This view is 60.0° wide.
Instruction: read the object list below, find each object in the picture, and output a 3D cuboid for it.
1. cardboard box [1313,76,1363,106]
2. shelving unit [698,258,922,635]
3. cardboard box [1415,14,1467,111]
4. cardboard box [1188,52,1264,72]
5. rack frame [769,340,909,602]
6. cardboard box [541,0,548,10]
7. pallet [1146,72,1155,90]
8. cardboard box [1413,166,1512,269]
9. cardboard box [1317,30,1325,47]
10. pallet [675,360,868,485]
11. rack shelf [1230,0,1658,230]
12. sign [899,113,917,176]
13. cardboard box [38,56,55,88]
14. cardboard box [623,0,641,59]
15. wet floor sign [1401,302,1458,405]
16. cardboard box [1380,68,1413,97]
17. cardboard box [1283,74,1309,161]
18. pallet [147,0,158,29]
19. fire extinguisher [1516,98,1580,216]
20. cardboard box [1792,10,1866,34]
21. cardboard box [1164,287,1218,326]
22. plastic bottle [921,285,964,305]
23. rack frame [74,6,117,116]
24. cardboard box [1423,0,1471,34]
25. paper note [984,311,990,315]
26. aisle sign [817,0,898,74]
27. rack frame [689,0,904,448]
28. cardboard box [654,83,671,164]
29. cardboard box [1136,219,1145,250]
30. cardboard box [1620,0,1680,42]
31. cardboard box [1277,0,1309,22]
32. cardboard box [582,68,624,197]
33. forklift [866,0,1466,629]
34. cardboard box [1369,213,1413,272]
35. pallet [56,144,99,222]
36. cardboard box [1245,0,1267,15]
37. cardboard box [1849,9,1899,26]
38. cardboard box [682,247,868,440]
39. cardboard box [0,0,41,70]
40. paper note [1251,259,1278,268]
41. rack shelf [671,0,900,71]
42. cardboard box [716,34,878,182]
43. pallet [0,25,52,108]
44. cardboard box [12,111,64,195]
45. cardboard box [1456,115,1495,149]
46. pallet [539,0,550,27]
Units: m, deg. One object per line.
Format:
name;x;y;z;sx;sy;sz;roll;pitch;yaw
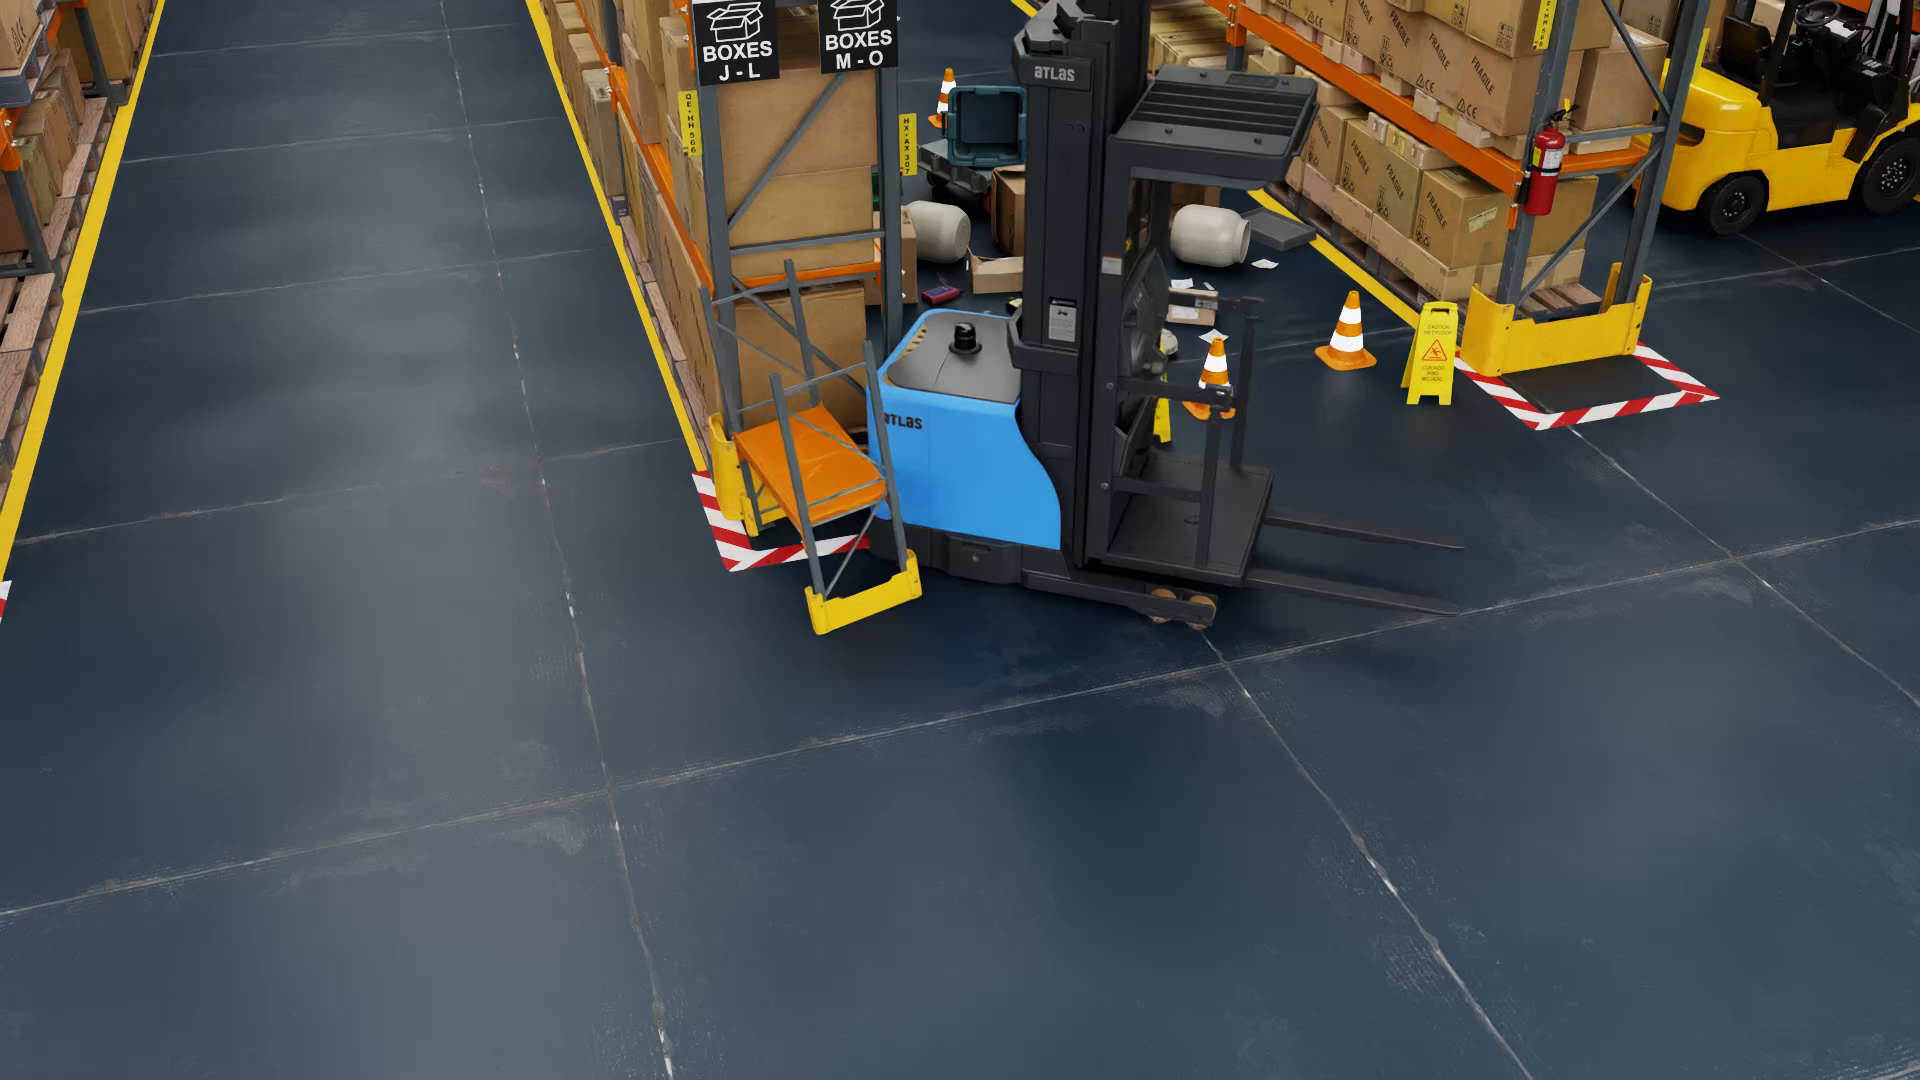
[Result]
cardboard box;2.808;-3.307;12.197;0.380;0.149;0.250;-8;34;-12
shelving unit;-0.769;-0.485;8.385;0.587;1.500;1.083;-21;38;-17
cardboard box;3.304;-3.104;10.686;0.500;0.500;0.500;-10;35;-15
cardboard box;2.498;-3.890;14.239;0.950;0.372;0.625;-10;35;-14
rack frame;-0.546;-0.228;7.995;0.500;1.500;0.032;-21;38;-17
cardboard box;-4.024;-5.733;16.911;0.500;0.500;0.500;-12;35;-17
pallet;2.046;-4.423;15.572;1.003;0.211;1.213;-10;35;-15
cardboard box;3.388;-2.154;11.041;0.500;0.500;0.500;-10;35;-14
cardboard box;2.841;-3.684;12.151;0.380;0.149;0.250;-10;35;-15
pallet;-1.121;-0.794;10.080;1.003;0.211;1.213;-10;35;-15
rack shelf;3.270;-3.186;11.823;1.077;0.370;4.000;-10;35;-15
sign;-0.272;-2.035;8.572;0.100;0.325;0.005;-10;35;-15
cardboard box;-7.593;-3.800;13.288;0.500;0.250;0.500;-6;34;-9
cardboard box;-1.631;-3.389;10.361;0.875;0.550;0.550;-10;35;-15
wet floor sign;2.919;-1.174;10.261;0.267;0.644;0.232;1;33;2
cardboard box;3.106;-3.152;11.346;0.380;0.149;0.250;-10;35;-15
cardboard box;2.758;-3.243;12.689;0.500;0.500;0.500;-9;34;-13
pallet;-8.910;-5.514;17.223;1.003;0.211;1.213;-10;35;-15
fire extinguisher;3.477;-2.266;9.849;0.296;0.674;0.183;-10;35;-15
cardboard box;7.381;-4.241;13.974;0.500;0.250;0.500;-10;35;-15
cardboard box;1.557;-1.595;11.348;0.380;0.149;0.250;7;34;10
plastic bottle;-0.118;-1.719;11.616;0.283;0.061;0.133;-23;40;-31
rack frame;-7.997;-4.970;13.870;1.000;3.000;0.127;-10;35;-15
cardboard box;3.370;-3.518;10.405;0.700;0.500;0.500;-10;35;-14
paper note;0.178;-1.543;11.395;0.032;0.001;0.123;7;34;10
aisle sign;-0.495;-2.649;7.999;0.394;0.787;0.004;-10;35;-15
rack frame;-0.803;-1.551;8.696;1.000;3.000;0.127;-10;35;-15
cardboard box;-1.400;-2.672;10.256;0.875;0.550;0.500;-10;35;-15
cardboard box;0.934;-1.891;11.475;0.637;0.503;0.797;19;38;26
cardboard box;6.987;-5.238;16.049;0.875;0.625;0.625;-10;35;-15
cardboard box;2.704;-4.165;12.291;0.500;0.500;0.500;-10;35;-15
cardboard box;-2.298;-3.198;12.849;1.050;0.750;0.750;-10;35;-15
forklift;1.090;-1.104;8.082;3.031;2.935;1.130;10;35;15
cardboard box;3.227;-2.117;11.665;0.500;0.250;0.500;-10;35;-15
pallet;-7.392;-2.757;13.050;1.003;0.211;1.213;-10;35;-15
cardboard box;2.451;-4.212;12.951;0.380;0.149;0.250;-10;35;-15
cardboard box;7.890;-4.329;14.106;0.500;0.250;0.500;-11;35;-15
cardboard box;-1.073;-1.185;9.688;0.875;0.875;0.875;-10;35;-14
cardboard box;-6.886;-3.736;11.078;1.000;1.000;1.000;-10;35;-14
paper note;2.217;-2.010;12.083;0.142;0.019;0.148;-23;40;-31
rack shelf;-1.413;-3.552;9.656;1.077;0.370;4.000;-10;35;-15
cardboard box;-0.879;-2.265;8.661;0.875;0.550;0.550;-10;35;-15
pallet;-6.872;-3.216;11.389;1.003;0.211;1.213;-10;35;-15
cardboard box;-7.243;-2.884;12.581;0.700;0.500;0.500;-13;36;-19
cardboard box;3.380;-2.606;10.521;0.380;0.149;0.250;-10;35;-15
pallet;-3.848;-5.638;17.410;1.003;0.211;1.213;-10;35;-15
